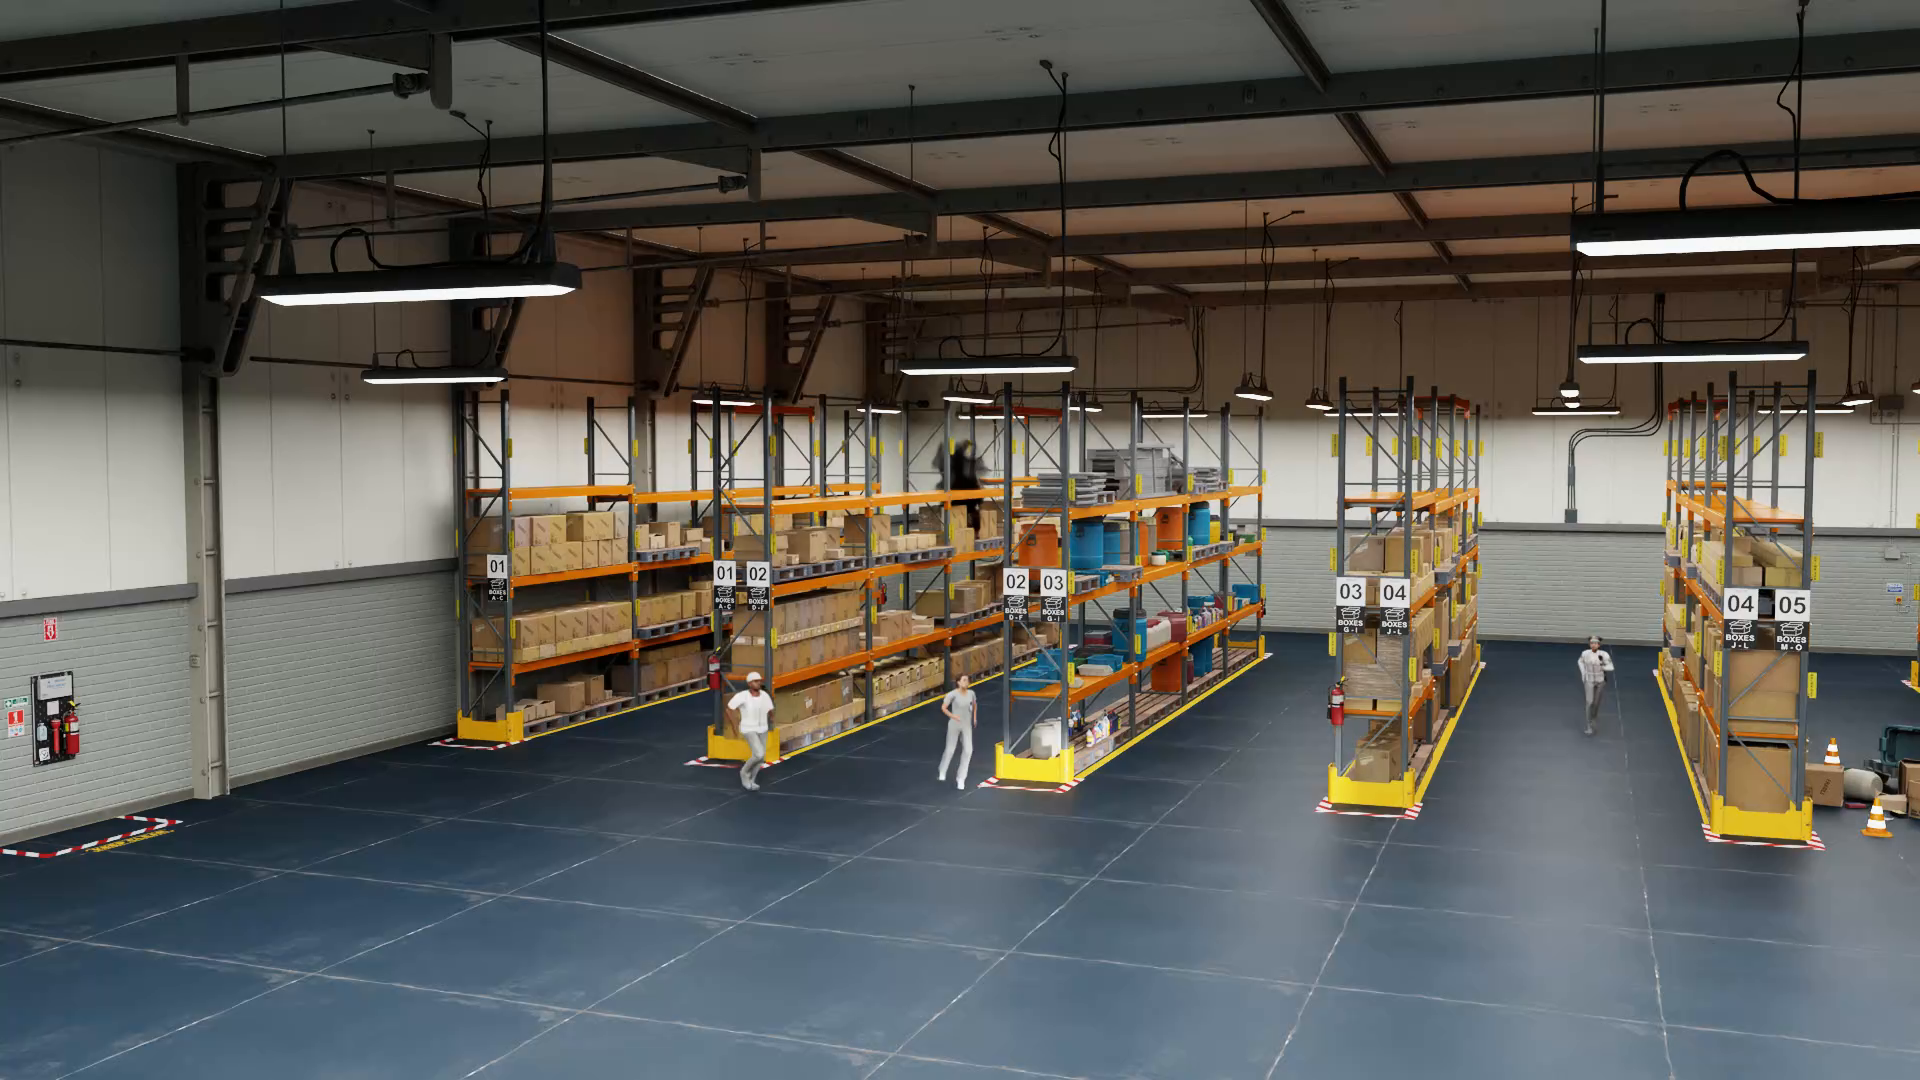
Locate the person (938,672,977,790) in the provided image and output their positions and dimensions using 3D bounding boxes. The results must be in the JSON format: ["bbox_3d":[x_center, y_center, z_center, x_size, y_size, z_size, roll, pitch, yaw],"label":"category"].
[{"bbox_3d":[0.008,2.811,24.755,0.615,1.692,0.786,-1,3,-18],"label":"person"}]

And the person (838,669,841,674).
[{"bbox_3d":[-2.623,2.269,34.363,0.665,1.685,0.593,1,3,14],"label":"person"}]

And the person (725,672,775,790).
[{"bbox_3d":[-2.971,2.786,24.215,0.687,1.724,0.638,-3,4,-44],"label":"person"}]

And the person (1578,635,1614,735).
[{"bbox_3d":[11.245,2.546,29.406,0.584,1.754,0.760,1,3,19],"label":"person"}]
